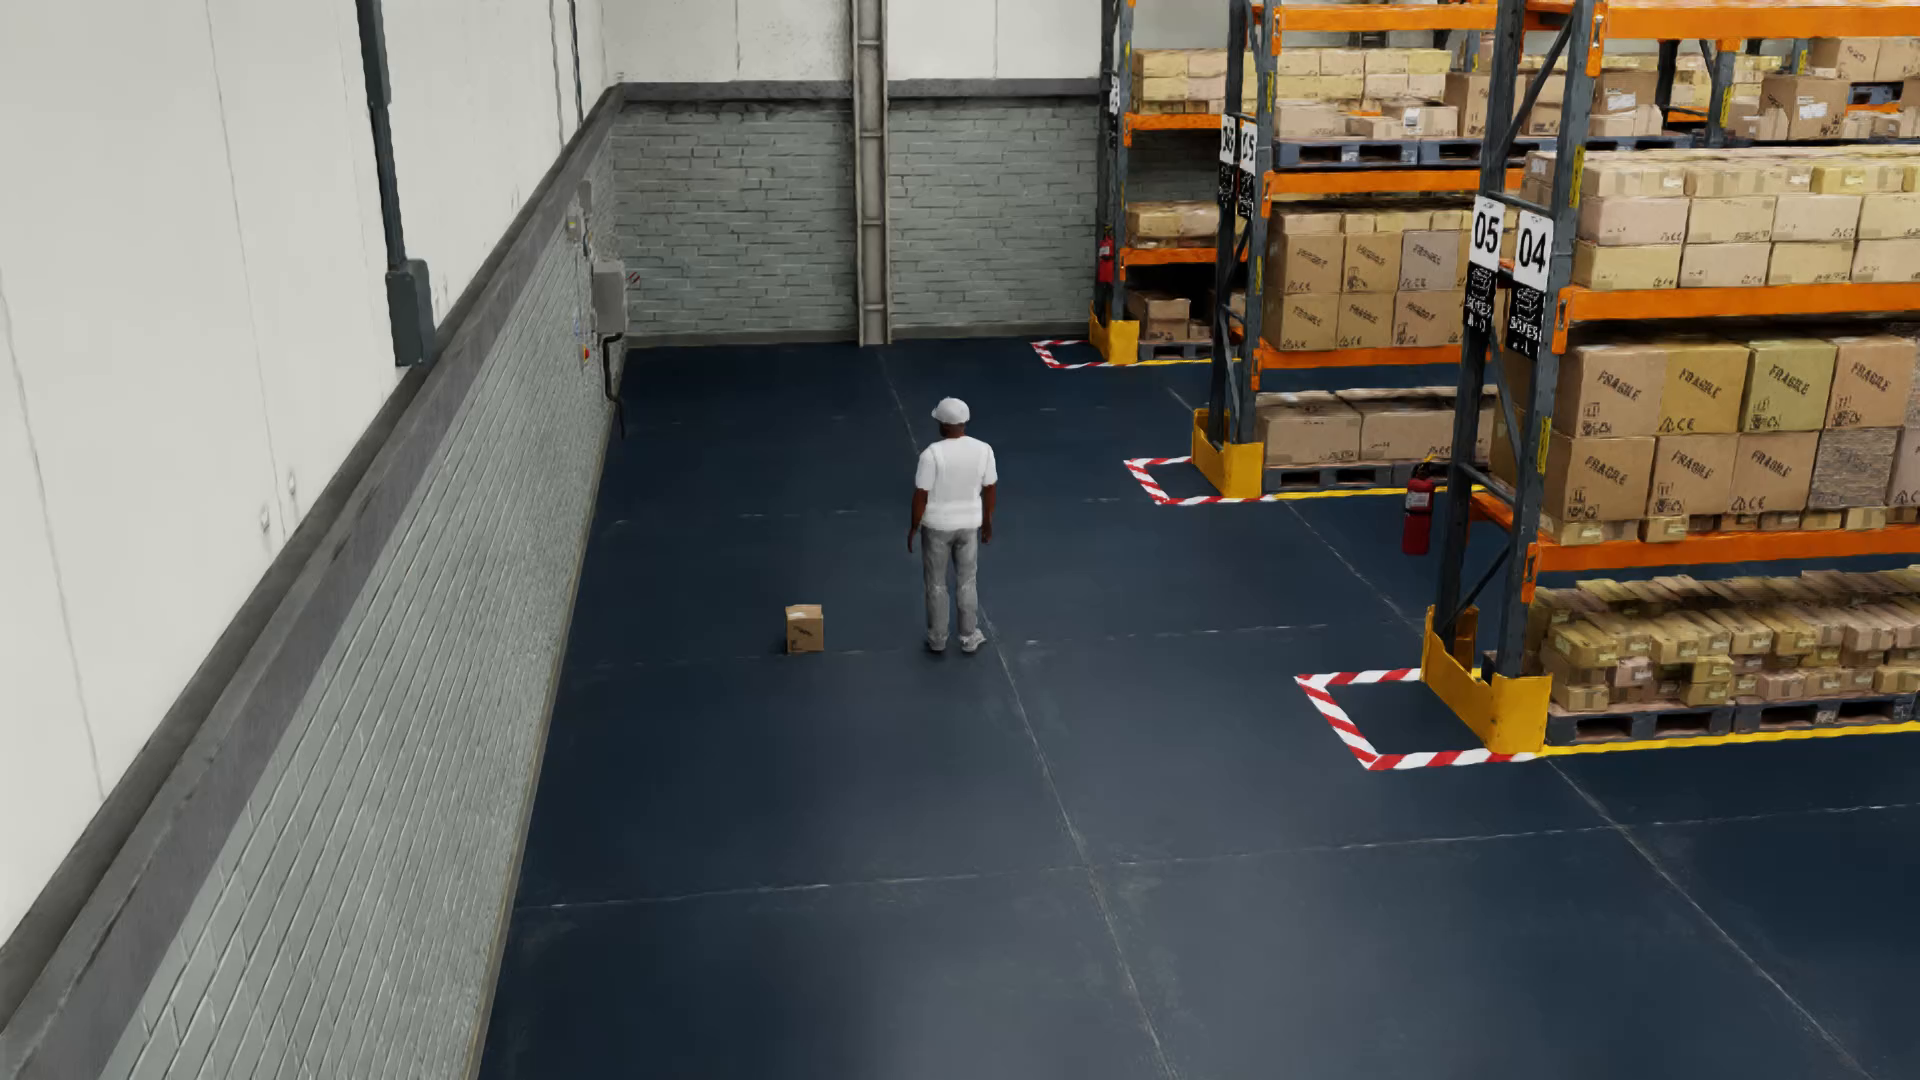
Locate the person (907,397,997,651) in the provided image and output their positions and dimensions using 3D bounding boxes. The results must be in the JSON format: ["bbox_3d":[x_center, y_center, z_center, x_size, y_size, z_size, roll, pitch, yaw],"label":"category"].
[{"bbox_3d":[-0.067,-0.108,11.261,0.624,1.773,0.413,-7,21,-20],"label":"person"}]
